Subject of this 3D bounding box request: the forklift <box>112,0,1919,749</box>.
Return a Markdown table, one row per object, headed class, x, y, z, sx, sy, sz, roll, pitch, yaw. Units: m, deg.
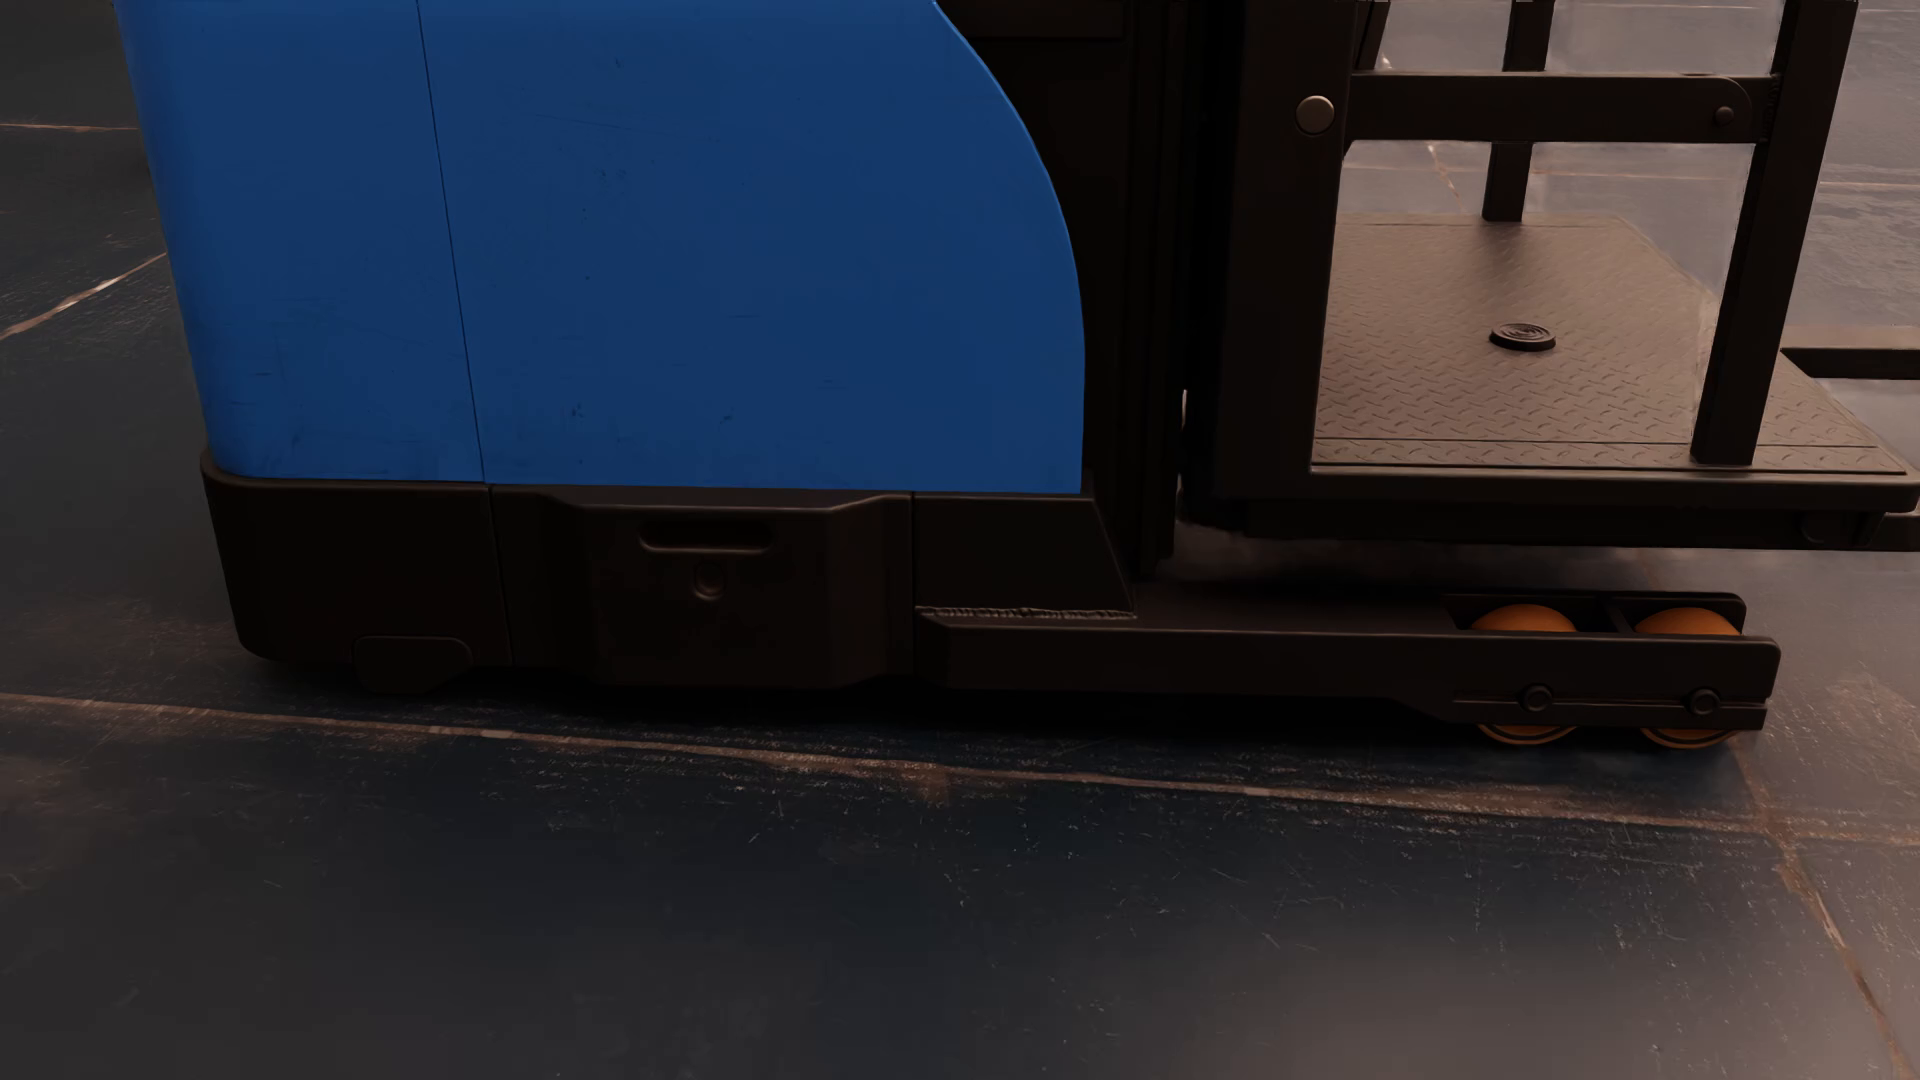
| class | x | y | z | sx | sy | sz | roll | pitch | yaw |
| --- | --- | --- | --- | --- | --- | --- | --- | --- | --- |
| forklift | 0.612 | -1.304 | 1.831 | 3.031 | 2.935 | 1.130 | 1 | 27 | 2 |
